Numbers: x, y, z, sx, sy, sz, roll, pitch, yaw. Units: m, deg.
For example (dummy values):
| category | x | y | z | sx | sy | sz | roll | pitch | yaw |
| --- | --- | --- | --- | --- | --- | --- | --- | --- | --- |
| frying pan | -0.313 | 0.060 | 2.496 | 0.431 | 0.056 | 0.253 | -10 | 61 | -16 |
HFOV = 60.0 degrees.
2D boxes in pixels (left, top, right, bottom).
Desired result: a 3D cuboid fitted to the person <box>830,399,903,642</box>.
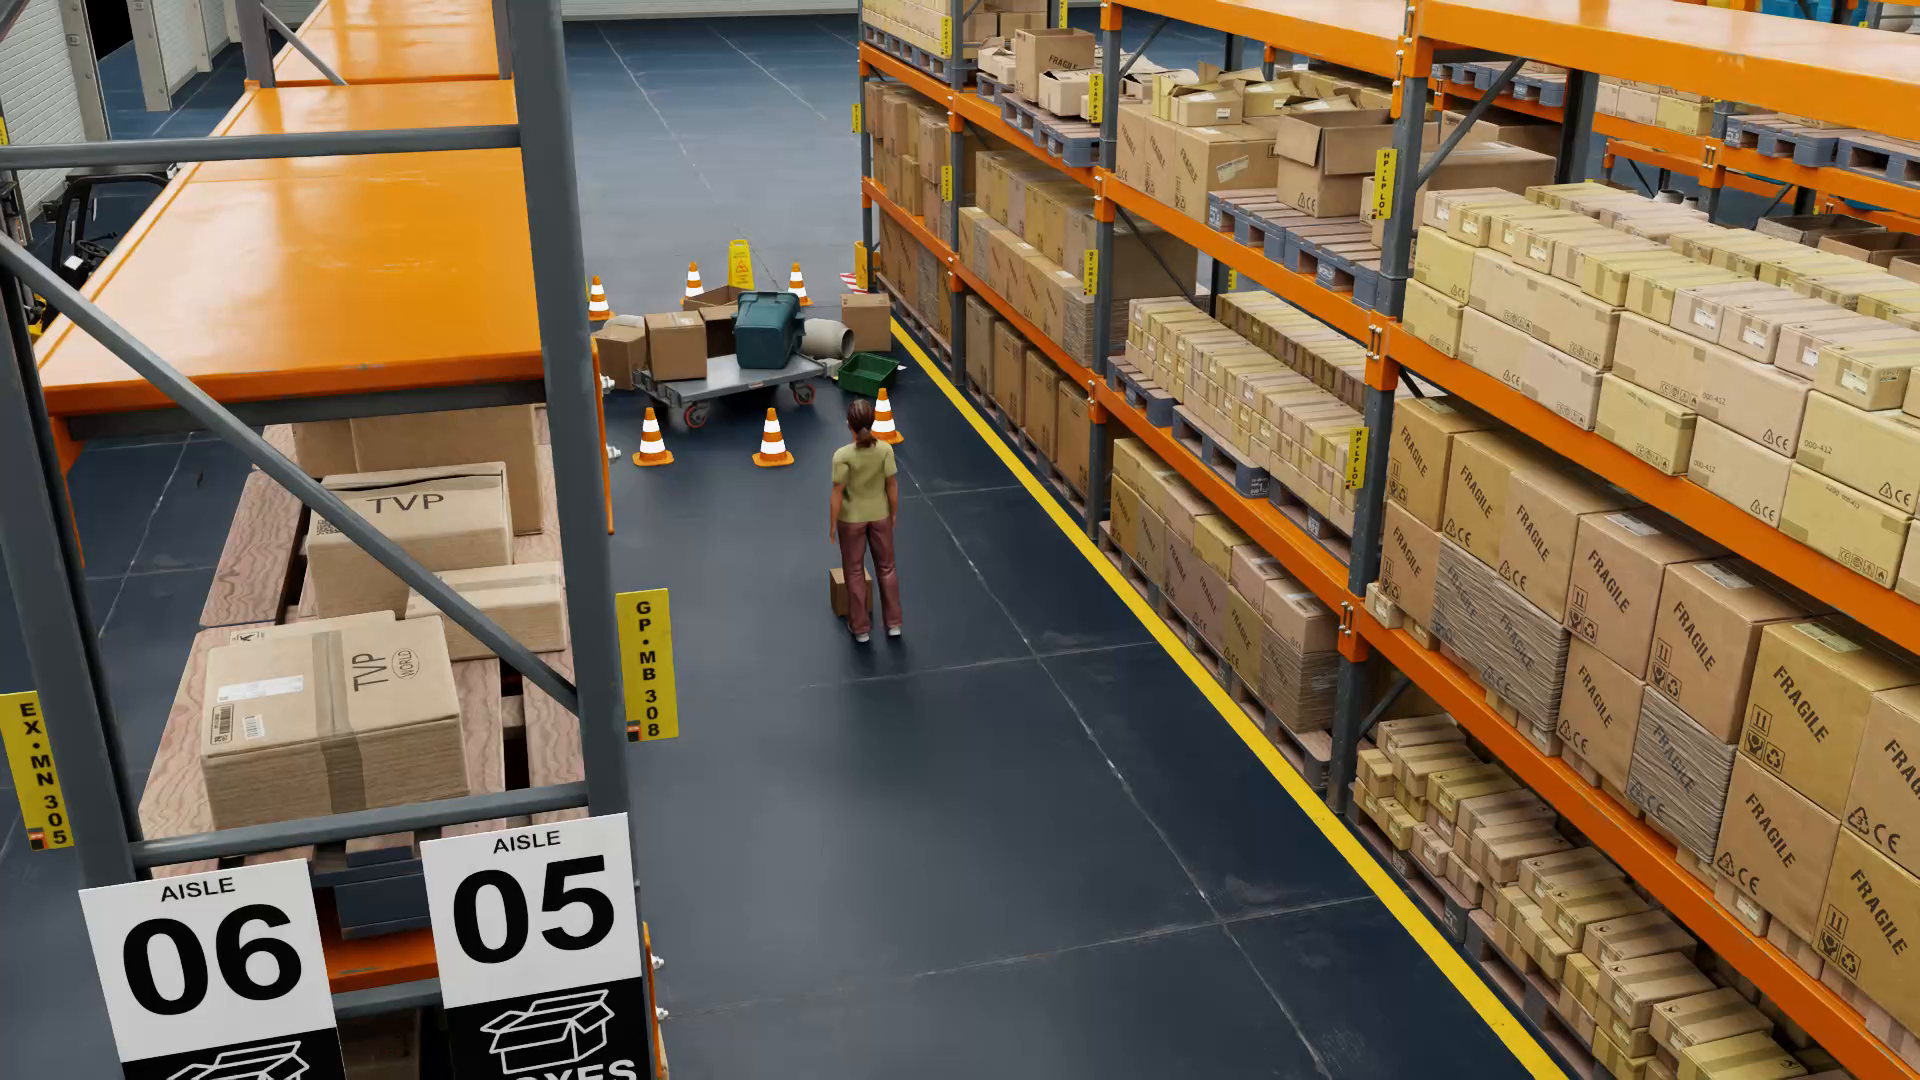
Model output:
| category | x | y | z | sx | sy | sz | roll | pitch | yaw |
| --- | --- | --- | --- | --- | --- | --- | --- | --- | --- |
| person | -0.628 | -0.123 | 10.876 | 0.485 | 1.682 | 0.412 | -8 | 24 | -19 |
